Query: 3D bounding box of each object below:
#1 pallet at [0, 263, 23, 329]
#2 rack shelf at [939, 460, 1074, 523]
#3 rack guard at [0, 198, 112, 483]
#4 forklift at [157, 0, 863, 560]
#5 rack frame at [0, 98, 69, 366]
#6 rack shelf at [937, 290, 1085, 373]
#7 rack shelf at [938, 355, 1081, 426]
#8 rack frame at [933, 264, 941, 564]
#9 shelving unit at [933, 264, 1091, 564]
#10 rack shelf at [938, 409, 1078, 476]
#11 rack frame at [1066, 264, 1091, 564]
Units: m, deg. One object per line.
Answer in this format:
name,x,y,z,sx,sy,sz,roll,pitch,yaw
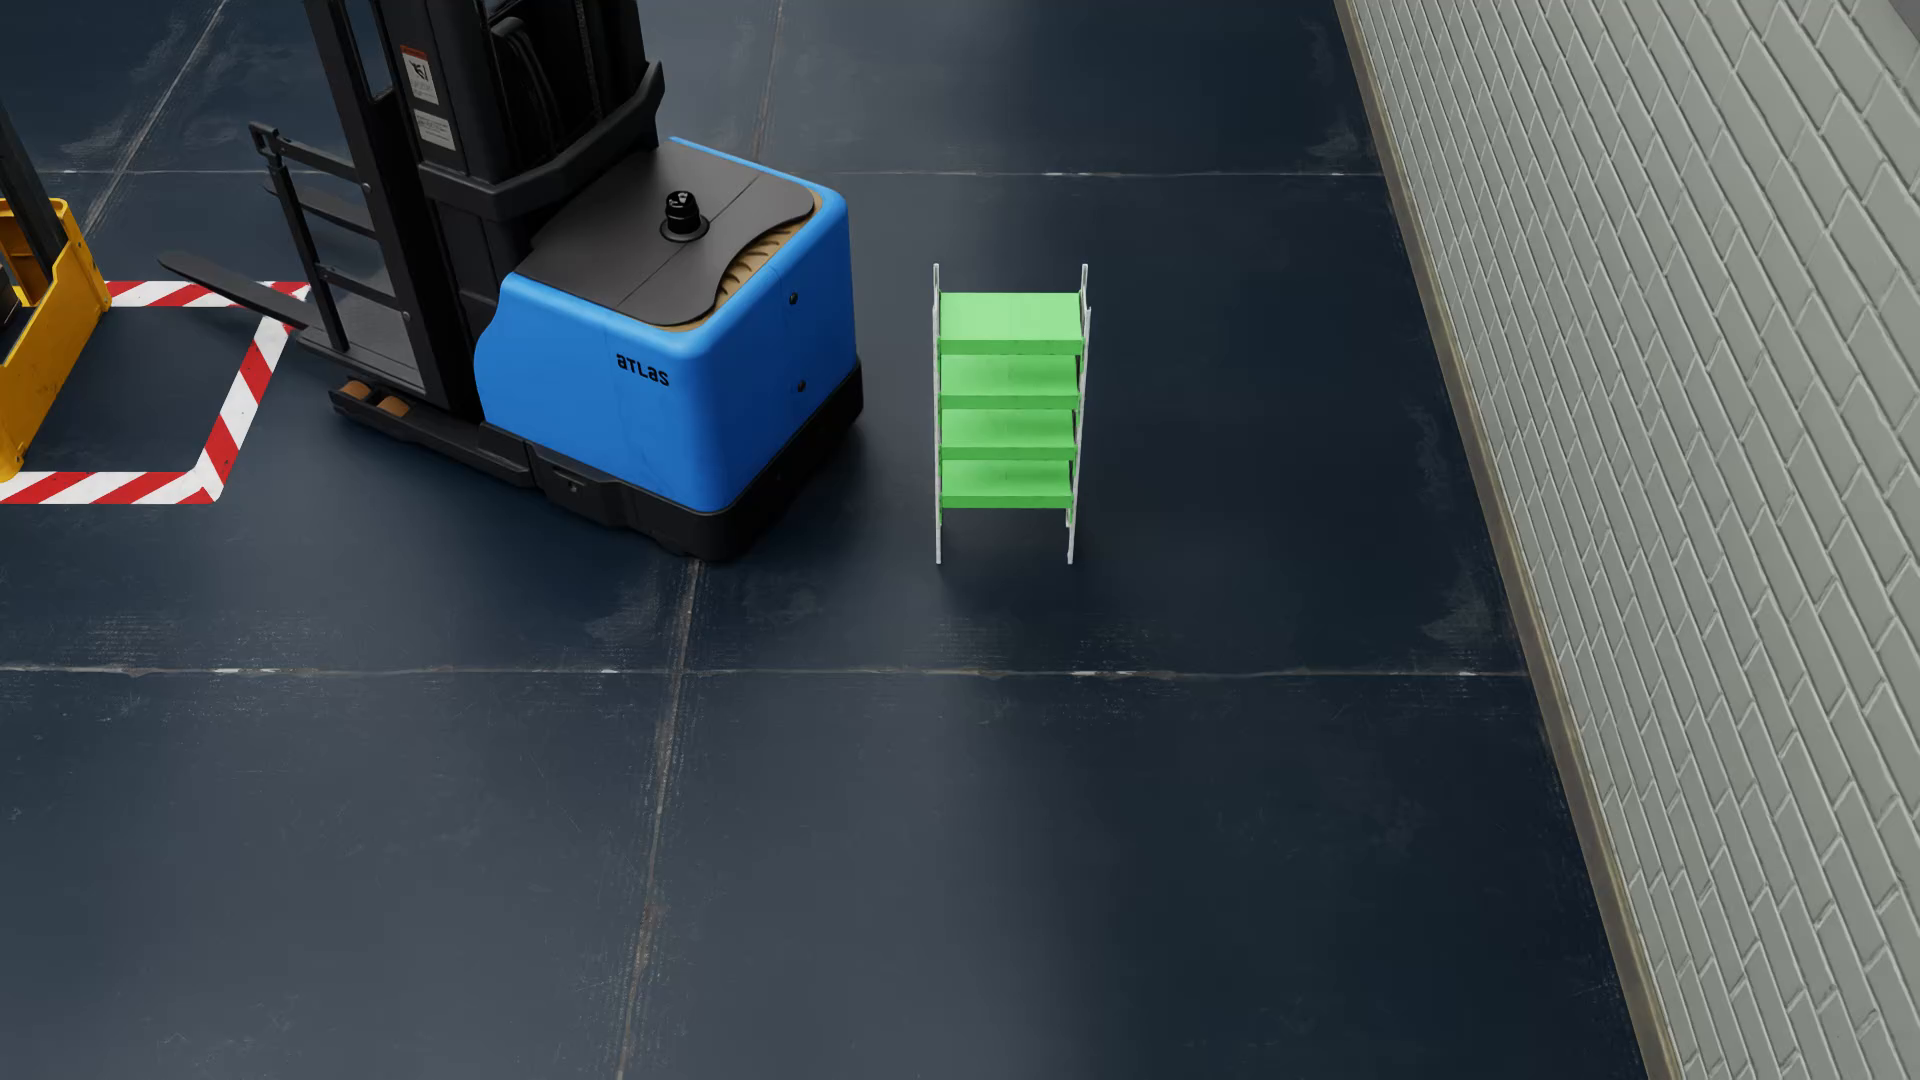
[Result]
pallet,-4.661,-0.746,6.800,1.213,0.211,1.003,0,47,0
rack shelf,0.166,-0.201,6.033,0.480,0.148,0.258,0,47,0
rack guard,-3.849,-0.816,6.668,0.348,0.500,1.175,0,47,0
forklift,-1.927,-1.720,5.848,3.031,2.935,1.130,22,51,19
rack frame,-3.773,-1.667,5.753,0.127,3.000,1.000,0,47,0
rack shelf,0.166,-0.692,5.506,0.480,0.148,0.258,0,47,0
rack shelf,0.166,-0.528,5.681,0.480,0.148,0.258,0,47,0
rack frame,-0.078,-0.409,5.811,0.015,1.200,0.240,0,47,0
shelving unit,0.166,-0.408,5.810,0.503,1.200,0.258,0,47,0
rack shelf,0.166,-0.365,5.857,0.480,0.148,0.258,0,47,0
rack frame,0.410,-0.408,5.810,0.015,1.200,0.240,0,47,0
